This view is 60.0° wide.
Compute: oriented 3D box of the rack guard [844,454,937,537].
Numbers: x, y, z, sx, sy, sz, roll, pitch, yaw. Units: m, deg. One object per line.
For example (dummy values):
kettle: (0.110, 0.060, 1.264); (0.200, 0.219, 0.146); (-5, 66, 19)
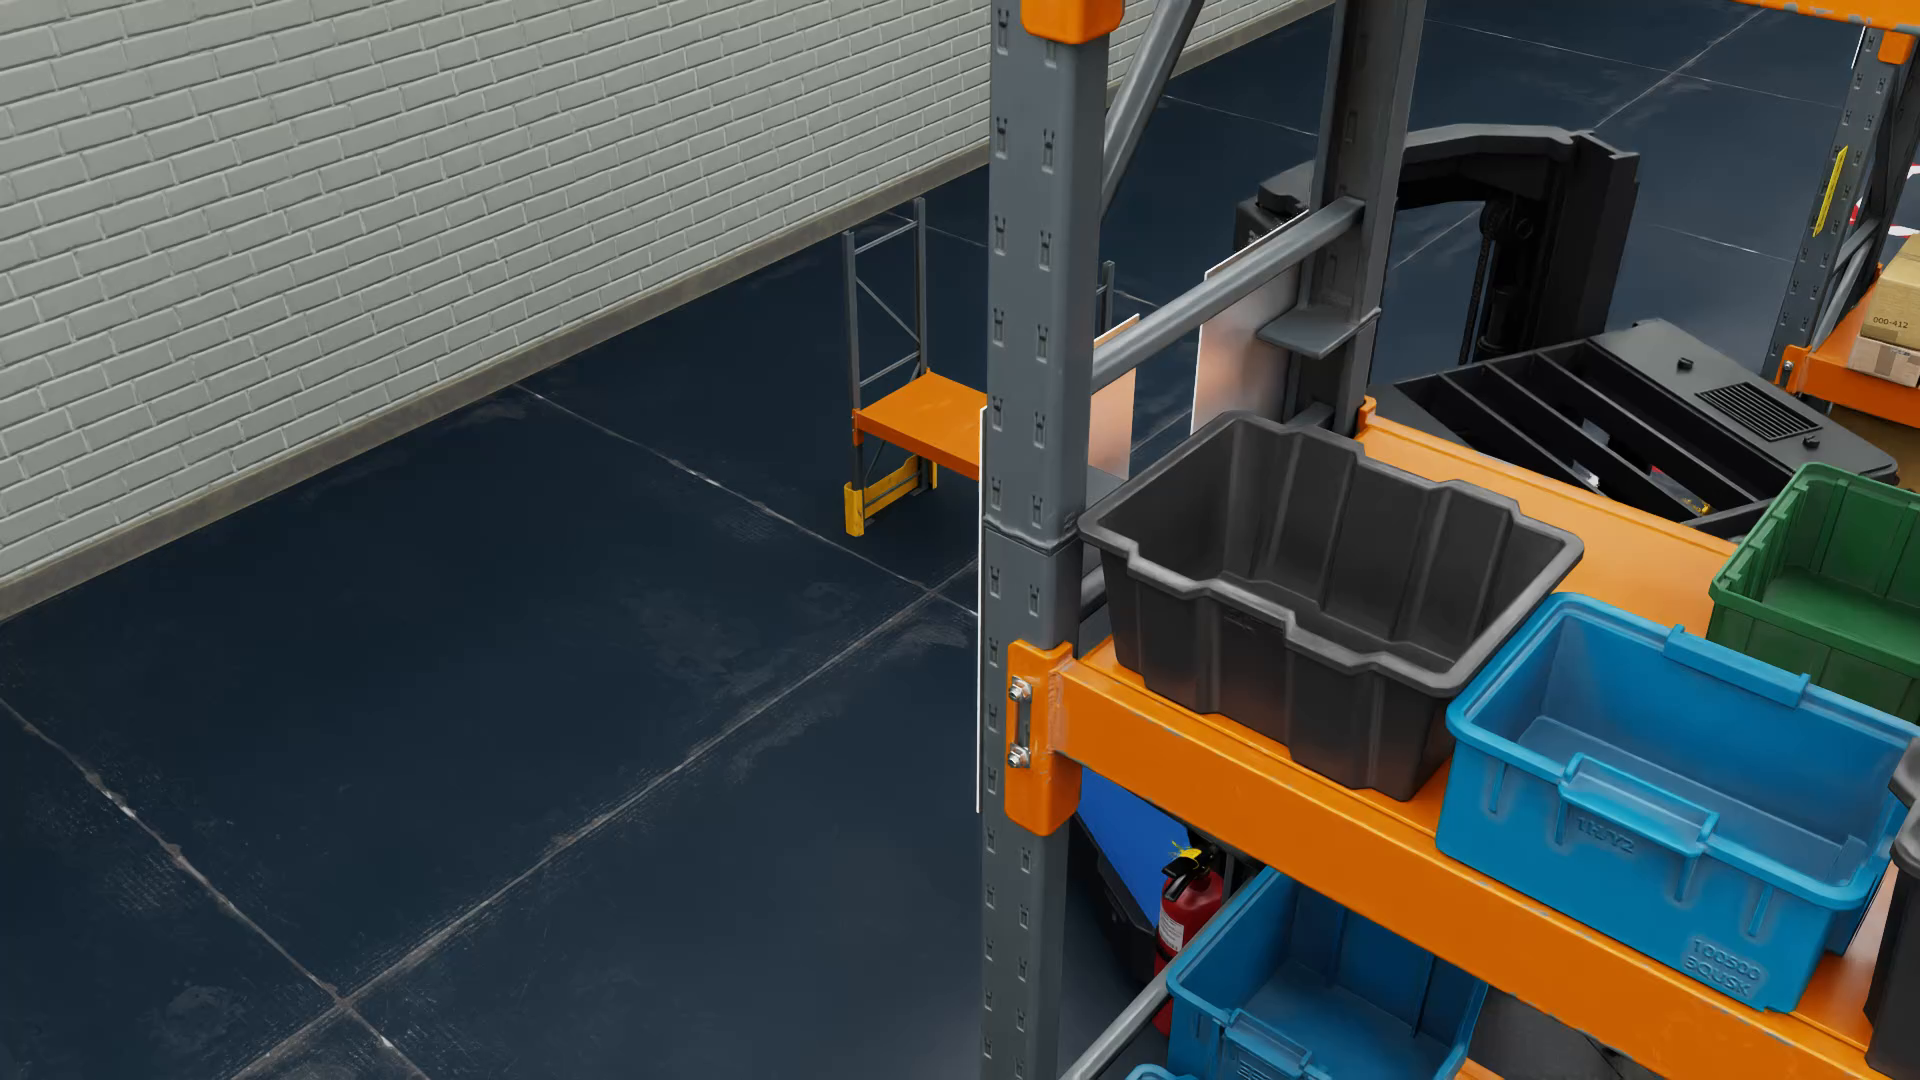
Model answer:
rack guard: (-0.324, -0.256, 7.902); (0.087, 0.250, 0.587); (25, 42, 32)

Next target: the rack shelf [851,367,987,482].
rack shelf: (0.066, -0.439, 7.382); (1.000, 0.185, 0.538); (25, 42, 32)

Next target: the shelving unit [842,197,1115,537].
shelving unit: (0.059, -0.591, 7.285); (1.083, 1.500, 0.587); (25, 42, 32)

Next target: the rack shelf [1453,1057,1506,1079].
rack shelf: (1.938, 2.042, 2.762); (4.000, 0.370, 1.077); (25, 42, 32)

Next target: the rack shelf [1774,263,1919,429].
rack shelf: (5.107, -0.113, 5.900); (4.000, 0.370, 1.077); (25, 42, 32)

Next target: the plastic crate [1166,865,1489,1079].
plastic crate: (0.778, 1.022, 3.528); (0.499, 0.435, 0.616); (25, 42, 32)

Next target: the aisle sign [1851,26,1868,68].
aisle sign: (3.323, -2.101, 5.863); (0.004, 0.787, 0.394); (25, 42, 32)

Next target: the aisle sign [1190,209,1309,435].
aisle sign: (0.534, -0.204, 3.101); (0.004, 0.787, 0.394); (25, 42, 32)

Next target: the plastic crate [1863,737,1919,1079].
plastic crate: (1.400, 0.483, 1.802); (0.767, 0.338, 0.504); (25, 42, 32)

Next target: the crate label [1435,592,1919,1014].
crate label: (0.904, 0.321, 2.115); (0.502, 0.251, 0.408); (25, 42, 32)

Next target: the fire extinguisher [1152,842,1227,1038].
fire extinguisher: (0.576, 0.955, 4.108); (0.183, 0.674, 0.296); (25, 42, 32)

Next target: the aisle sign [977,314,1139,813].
aisle sign: (0.156, 0.053, 2.727); (0.004, 0.787, 0.394); (25, 42, 32)

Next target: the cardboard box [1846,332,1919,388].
cardboard box: (3.632, -0.758, 6.426); (0.250, 0.149, 0.380); (26, 42, 32)

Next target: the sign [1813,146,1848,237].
sign: (3.211, -1.284, 6.135); (0.005, 0.325, 0.100); (25, 42, 32)

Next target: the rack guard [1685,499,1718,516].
rack guard: (3.552, -0.112, 7.471); (0.348, 0.500, 1.175); (25, 42, 32)

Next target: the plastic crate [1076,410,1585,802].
plastic crate: (0.519, 0.099, 2.421); (0.590, 0.269, 0.497); (25, 42, 32)

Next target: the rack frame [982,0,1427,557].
rack frame: (0.401, -1.452, 1.915); (0.127, 3.000, 1.000); (25, 42, 32)

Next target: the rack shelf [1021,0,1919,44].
rack shelf: (1.938, -0.266, 1.177); (4.000, 0.370, 1.077); (25, 42, 32)

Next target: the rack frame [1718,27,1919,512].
rack frame: (3.570, -1.134, 6.751); (0.127, 3.000, 1.000); (25, 42, 32)

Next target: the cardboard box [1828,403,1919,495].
cardboard box: (4.113, -0.234, 6.947); (0.875, 0.875, 0.875); (25, 42, 32)

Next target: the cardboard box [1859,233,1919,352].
cardboard box: (3.767, -0.903, 6.285); (0.500, 0.250, 0.500); (24, 41, 31)

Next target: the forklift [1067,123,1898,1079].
forklift: (1.369, 0.562, 4.342); (1.130, 2.935, 3.031); (-13, 37, -18)

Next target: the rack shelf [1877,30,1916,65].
rack shelf: (5.107, -1.349, 5.051); (4.000, 0.370, 1.077); (25, 42, 32)

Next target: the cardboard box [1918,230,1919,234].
cardboard box: (4.113, -1.134, 6.622); (0.500, 0.250, 0.500); (25, 41, 31)

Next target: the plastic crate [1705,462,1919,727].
plastic crate: (1.342, 0.105, 2.485); (0.336, 0.188, 0.450); (25, 42, 32)

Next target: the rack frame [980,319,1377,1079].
rack frame: (0.401, 1.021, 3.613); (0.127, 3.000, 1.000); (25, 42, 32)

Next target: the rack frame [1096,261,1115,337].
rack frame: (0.456, -0.403, 7.012); (0.032, 1.500, 0.500); (25, 42, 32)

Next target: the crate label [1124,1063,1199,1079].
crate label: (0.381, 1.298, 3.305); (0.303, 0.233, 0.416); (25, 42, 32)

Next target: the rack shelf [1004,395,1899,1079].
rack shelf: (1.938, 0.806, 1.913); (4.000, 0.370, 1.077); (25, 42, 32)

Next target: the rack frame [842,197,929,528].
rack frame: (-0.325, -0.771, 7.549); (0.032, 1.500, 0.500); (25, 42, 32)
